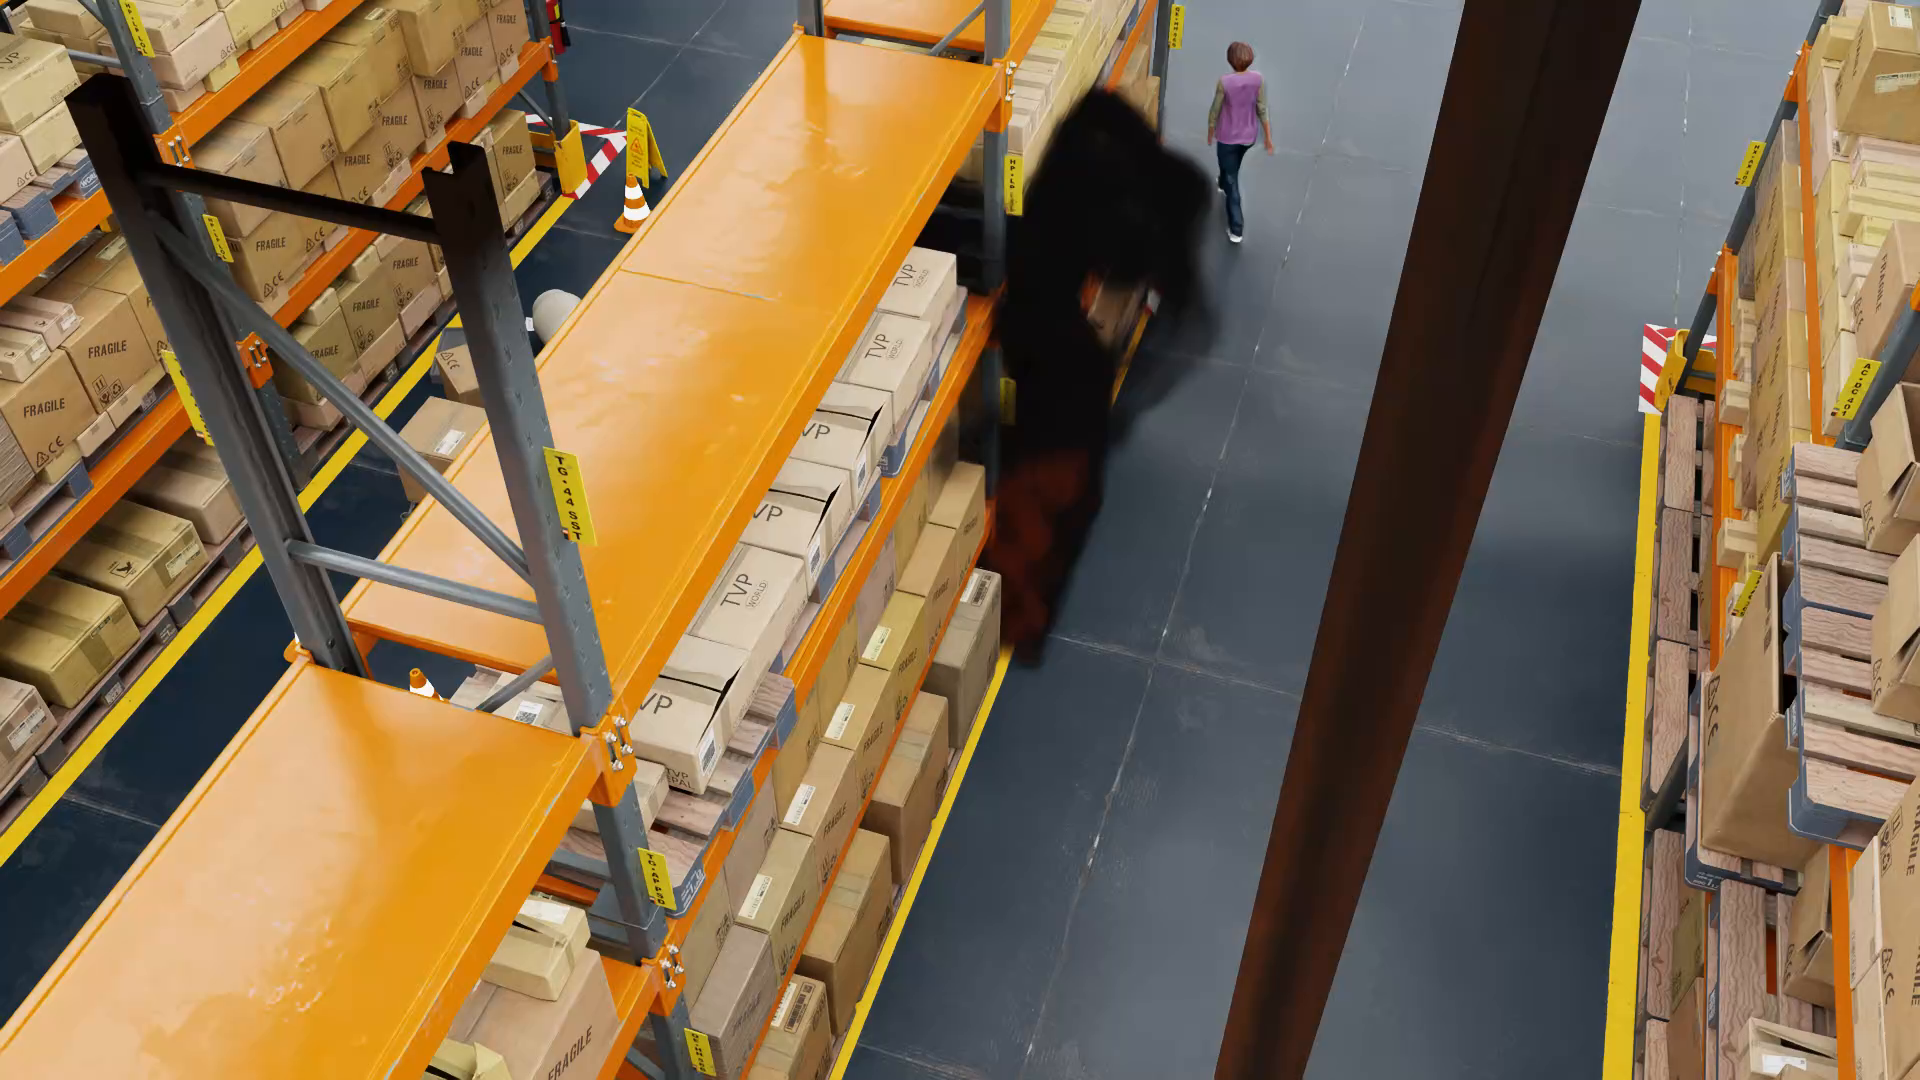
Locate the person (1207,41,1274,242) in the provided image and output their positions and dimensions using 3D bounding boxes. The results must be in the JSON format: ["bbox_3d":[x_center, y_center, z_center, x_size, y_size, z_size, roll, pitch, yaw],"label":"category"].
[{"bbox_3d":[2.188,-3.249,13.204,0.488,1.516,1.006,-11,47,-10],"label":"person"}]
